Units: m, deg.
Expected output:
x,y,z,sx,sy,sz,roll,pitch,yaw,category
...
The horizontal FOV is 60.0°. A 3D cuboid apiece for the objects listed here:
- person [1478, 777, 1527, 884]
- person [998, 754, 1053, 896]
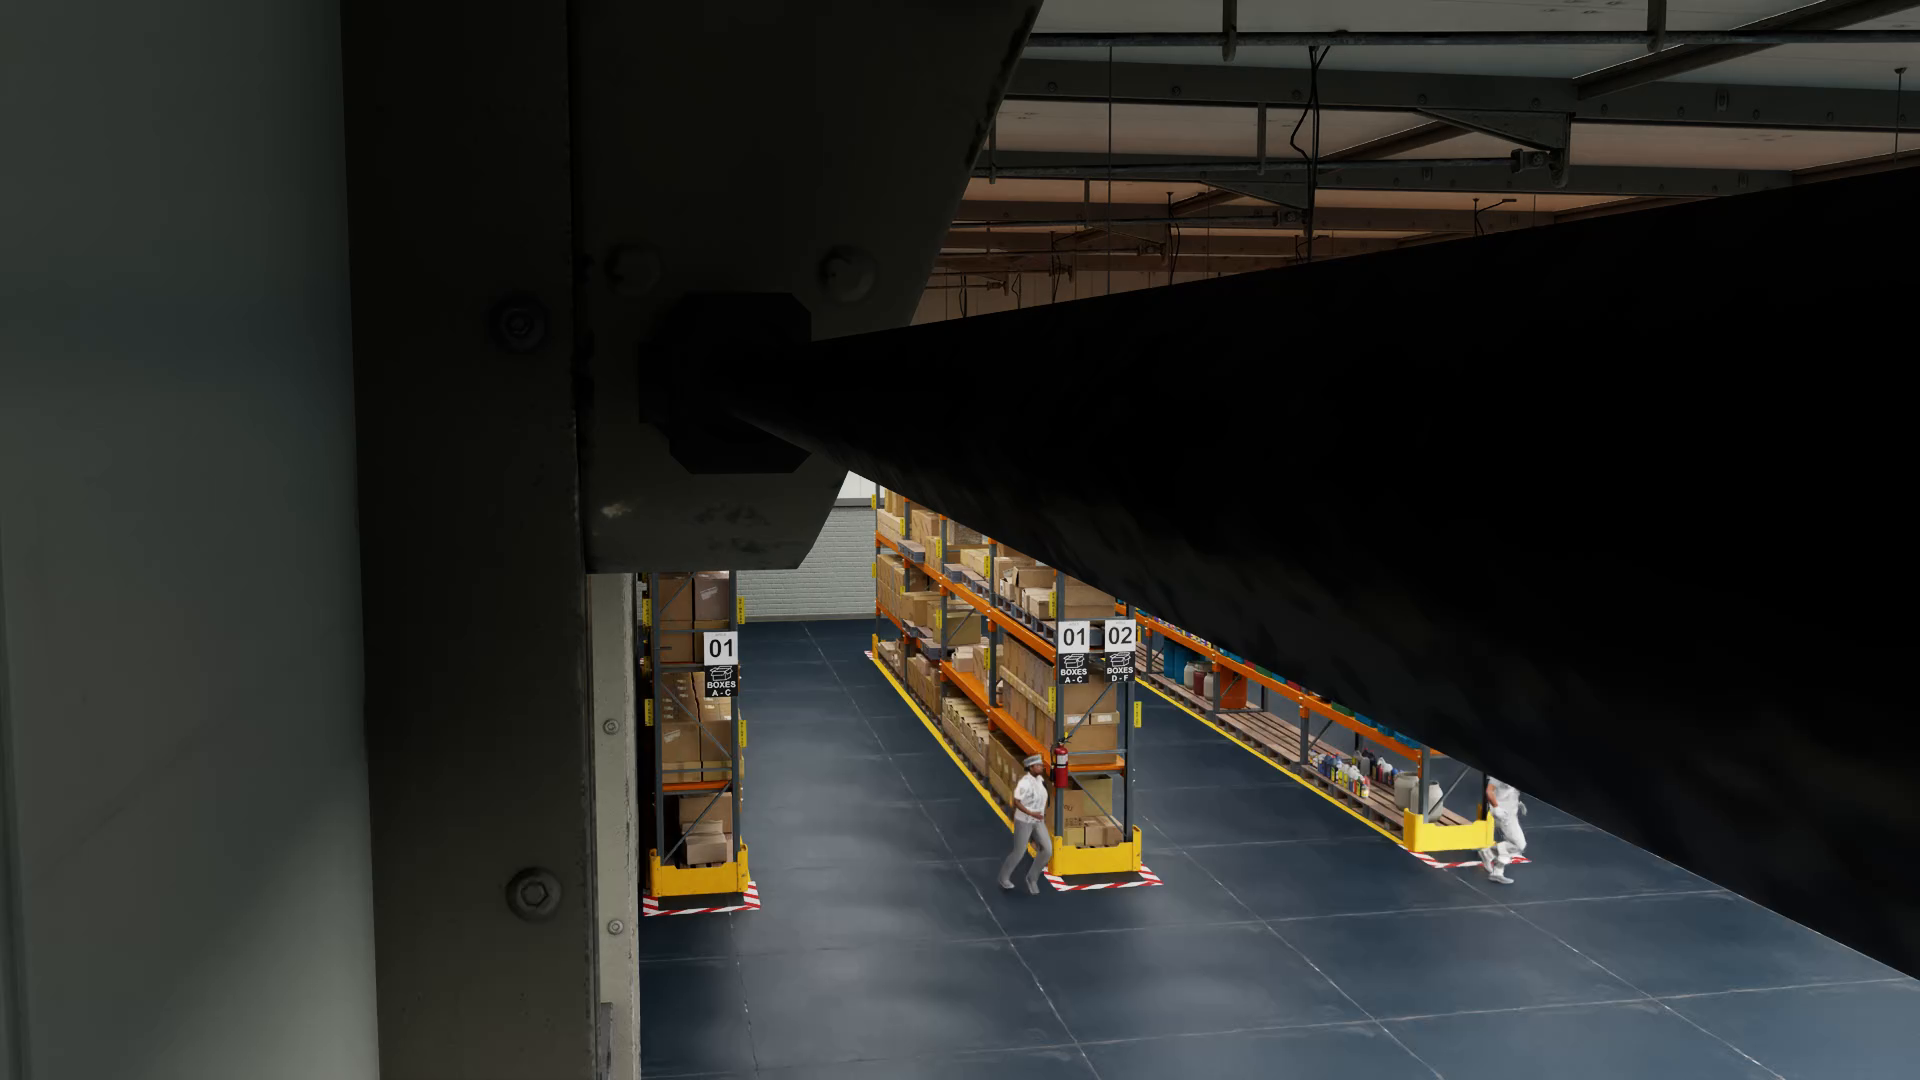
x,y,z,sx,sy,sz,roll,pitch,yaw,category
6.717,3.373,20.504,0.560,1.738,0.682,3,7,30,person
0.851,3.434,20.229,0.663,1.699,0.623,5,8,43,person
